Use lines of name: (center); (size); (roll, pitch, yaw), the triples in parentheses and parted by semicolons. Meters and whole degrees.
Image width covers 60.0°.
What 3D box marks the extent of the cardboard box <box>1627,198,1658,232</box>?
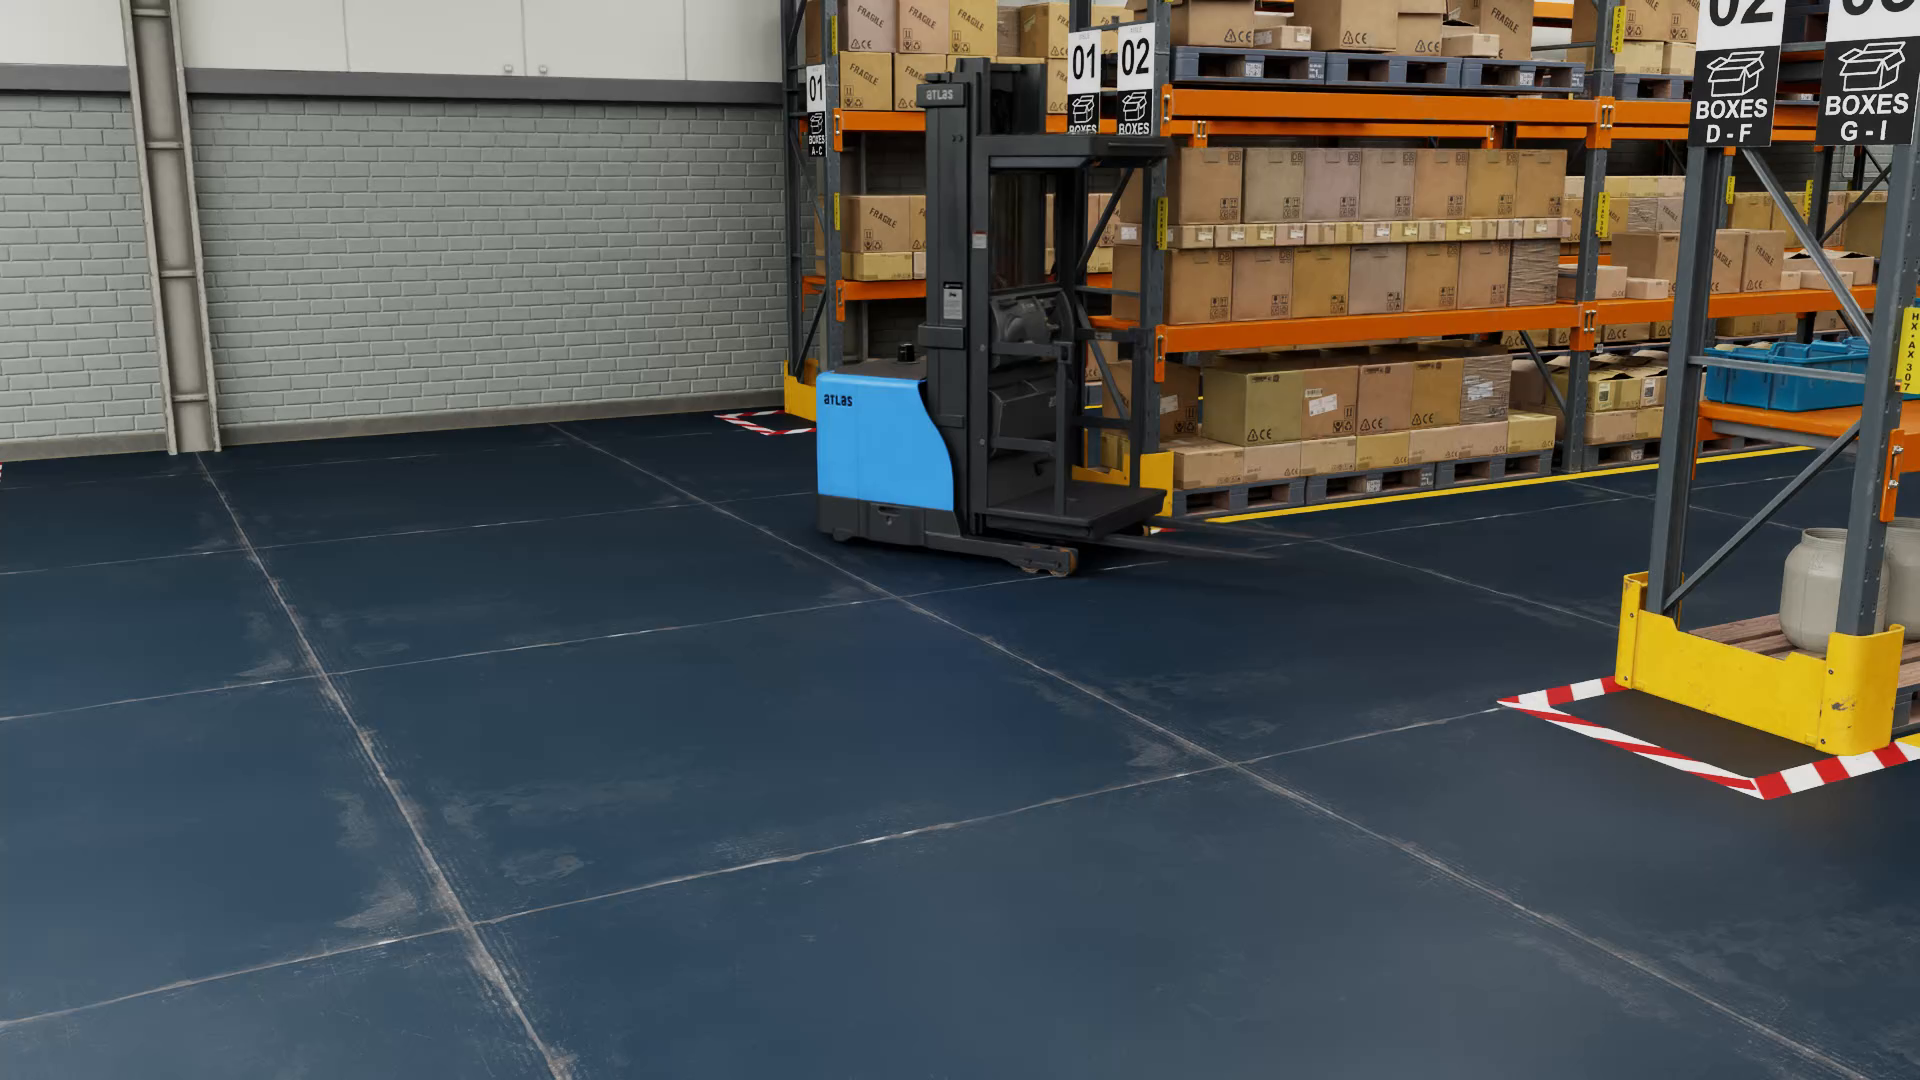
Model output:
cardboard box: (8.003, -3.869, 20.018); (0.500, 0.500, 0.500); (-7, 14, -28)

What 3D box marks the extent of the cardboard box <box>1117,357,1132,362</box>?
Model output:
cardboard box: (1.699, -1.798, 17.217); (0.250, 0.166, 0.380); (-9, 16, -35)

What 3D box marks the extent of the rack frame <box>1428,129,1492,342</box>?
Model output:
rack frame: (5.665, -3.448, 19.100); (0.127, 3.000, 1.000); (-7, 14, -28)

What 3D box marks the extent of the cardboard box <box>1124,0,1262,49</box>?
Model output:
cardboard box: (1.526, -3.499, 10.983); (0.637, 0.503, 0.797); (-6, 14, -24)

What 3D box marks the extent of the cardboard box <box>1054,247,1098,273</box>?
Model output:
cardboard box: (1.008, -2.749, 16.289); (0.500, 0.250, 0.500); (-7, 14, -28)

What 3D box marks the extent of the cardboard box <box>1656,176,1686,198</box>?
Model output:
cardboard box: (8.435, -4.288, 20.173); (0.500, 0.250, 0.500); (-6, 14, -27)

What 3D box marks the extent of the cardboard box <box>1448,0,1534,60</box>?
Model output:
cardboard box: (3.962, -3.856, 12.578); (0.500, 0.500, 0.500); (-6, 14, -23)

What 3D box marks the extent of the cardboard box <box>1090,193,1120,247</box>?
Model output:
cardboard box: (1.452, -3.167, 16.438); (0.500, 0.500, 0.500); (-7, 14, -28)

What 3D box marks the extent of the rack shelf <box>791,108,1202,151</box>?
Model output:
rack shelf: (0.398, -3.930, 16.045); (4.000, 0.370, 1.077); (-7, 14, -28)

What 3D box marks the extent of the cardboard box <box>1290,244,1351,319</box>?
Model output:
cardboard box: (2.333, -1.855, 11.793); (0.500, 0.500, 0.700); (-7, 14, -27)

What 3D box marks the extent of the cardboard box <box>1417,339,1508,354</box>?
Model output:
cardboard box: (3.974, -1.314, 13.215); (0.500, 0.500, 0.500); (-7, 14, -28)

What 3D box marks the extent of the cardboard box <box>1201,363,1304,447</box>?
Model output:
cardboard box: (2.035, -0.948, 11.589); (0.500, 0.500, 0.500); (-7, 14, -28)

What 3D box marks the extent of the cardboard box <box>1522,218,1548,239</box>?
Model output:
cardboard box: (4.177, -2.343, 12.483); (0.250, 0.149, 0.380); (-7, 15, -29)

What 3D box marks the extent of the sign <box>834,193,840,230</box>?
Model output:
sign: (-1.097, -2.925, 14.801); (0.005, 0.325, 0.100); (-7, 14, -28)

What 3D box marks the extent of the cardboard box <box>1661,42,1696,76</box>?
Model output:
cardboard box: (5.557, -3.790, 13.170); (0.500, 0.250, 0.500); (-8, 15, -33)

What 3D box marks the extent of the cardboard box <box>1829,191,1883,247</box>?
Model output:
cardboard box: (11.611, -4.302, 22.210); (0.700, 0.700, 0.980); (-7, 14, -28)

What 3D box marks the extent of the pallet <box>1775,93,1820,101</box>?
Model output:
pallet: (7.489, -3.777, 14.157); (1.003, 0.211, 1.213); (-6, 14, -25)

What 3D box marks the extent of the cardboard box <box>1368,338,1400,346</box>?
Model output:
cardboard box: (4.550, -2.326, 18.804); (0.500, 0.500, 0.700); (-7, 14, -28)

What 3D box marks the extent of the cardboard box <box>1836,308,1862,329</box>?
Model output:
cardboard box: (11.681, -3.130, 22.421); (0.500, 0.500, 0.700); (-7, 14, -28)

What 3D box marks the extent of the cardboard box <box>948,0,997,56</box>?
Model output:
cardboard box: (0.006, -4.709, 15.320); (0.500, 0.500, 0.500); (-6, 14, -26)

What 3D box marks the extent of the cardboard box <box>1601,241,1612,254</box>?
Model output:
cardboard box: (7.640, -3.515, 19.924); (0.250, 0.149, 0.380); (-6, 14, -26)

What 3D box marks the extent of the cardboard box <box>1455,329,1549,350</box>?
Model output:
cardboard box: (6.373, -2.657, 19.521); (0.750, 0.750, 0.750); (-7, 14, -29)

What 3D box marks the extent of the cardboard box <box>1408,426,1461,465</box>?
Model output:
cardboard box: (3.353, -0.740, 12.370); (0.500, 0.250, 0.500); (-7, 14, -28)

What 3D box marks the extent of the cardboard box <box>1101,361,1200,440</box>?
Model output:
cardboard box: (1.348, -0.996, 11.799); (0.500, 0.500, 0.500); (-7, 14, -28)

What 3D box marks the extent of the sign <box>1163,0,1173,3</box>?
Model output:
sign: (1.280, -3.473, 10.208); (0.005, 0.325, 0.100); (-7, 14, -28)

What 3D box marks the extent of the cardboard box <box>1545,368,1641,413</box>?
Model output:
cardboard box: (5.013, -1.206, 13.164); (0.500, 0.311, 0.500); (-7, 14, -28)

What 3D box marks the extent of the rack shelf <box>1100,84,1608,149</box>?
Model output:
rack shelf: (2.775, -2.975, 11.805); (4.000, 0.370, 1.077); (-7, 14, -28)

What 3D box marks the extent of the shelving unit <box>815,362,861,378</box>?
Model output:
shelving unit: (-0.773, -0.644, 11.049); (0.215, 1.050, 0.252); (3, 12, 28)

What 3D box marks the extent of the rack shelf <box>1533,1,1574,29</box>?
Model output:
rack shelf: (7.420, -6.039, 19.499); (4.000, 0.370, 1.077); (-7, 14, -28)

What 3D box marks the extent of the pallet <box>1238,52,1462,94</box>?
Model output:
pallet: (2.725, -3.271, 11.683); (1.213, 0.211, 1.003); (-7, 14, -28)

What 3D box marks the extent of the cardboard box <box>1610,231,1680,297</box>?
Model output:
cardboard box: (5.675, -2.255, 13.570); (0.500, 0.500, 0.500); (-6, 14, -24)

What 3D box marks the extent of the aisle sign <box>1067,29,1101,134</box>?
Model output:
aisle sign: (0.821, -2.970, 11.055); (0.004, 0.787, 0.394); (-7, 14, -28)

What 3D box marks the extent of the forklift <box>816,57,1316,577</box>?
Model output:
forklift: (0.611, -1.345, 9.912); (3.031, 2.935, 1.130); (8, 15, 31)

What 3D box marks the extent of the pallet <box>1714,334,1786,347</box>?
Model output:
pallet: (9.881, -2.574, 21.564); (1.213, 0.211, 1.003); (-7, 14, -28)

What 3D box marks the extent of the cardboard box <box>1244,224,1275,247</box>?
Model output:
cardboard box: (1.917, -2.072, 11.278); (0.250, 0.149, 0.380); (-7, 14, -28)

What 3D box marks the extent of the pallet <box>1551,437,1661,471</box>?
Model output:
pallet: (5.159, -0.798, 13.674); (1.213, 0.211, 1.003); (-7, 14, -28)

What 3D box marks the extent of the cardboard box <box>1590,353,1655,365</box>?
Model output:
cardboard box: (5.642, -1.416, 14.099); (0.500, 0.311, 0.500); (-7, 14, -28)

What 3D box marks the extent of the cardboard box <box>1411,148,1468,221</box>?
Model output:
cardboard box: (3.261, -2.601, 12.153); (0.500, 0.500, 0.700); (-7, 14, -28)

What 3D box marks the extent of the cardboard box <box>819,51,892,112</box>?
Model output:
cardboard box: (-0.944, -4.116, 14.960); (0.500, 0.500, 0.500); (-6, 14, -26)

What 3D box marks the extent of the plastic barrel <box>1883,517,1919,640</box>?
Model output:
plastic barrel: (4.371, 0.175, 7.711); (0.421, 0.512, 0.421); (0, 13, 0)

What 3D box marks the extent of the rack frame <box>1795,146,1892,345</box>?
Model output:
rack frame: (8.042, -2.494, 14.860); (0.127, 3.000, 1.000); (-7, 14, -28)

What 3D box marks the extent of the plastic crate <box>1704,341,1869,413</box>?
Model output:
plastic crate: (3.686, -0.735, 7.383); (0.616, 0.251, 0.499); (-7, 14, -28)

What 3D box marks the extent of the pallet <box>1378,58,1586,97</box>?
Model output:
pallet: (3.794, -3.399, 12.249); (1.213, 0.211, 1.003); (-7, 14, -28)

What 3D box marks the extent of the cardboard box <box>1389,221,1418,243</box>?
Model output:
cardboard box: (3.048, -2.207, 11.878); (0.250, 0.149, 0.380); (-6, 14, -26)

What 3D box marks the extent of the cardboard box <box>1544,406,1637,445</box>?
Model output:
cardboard box: (5.003, -0.931, 13.222); (0.500, 0.250, 0.500); (-7, 15, -29)

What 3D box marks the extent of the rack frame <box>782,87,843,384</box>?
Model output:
rack frame: (-1.357, -2.607, 15.360); (0.127, 3.000, 1.000); (-7, 14, -28)

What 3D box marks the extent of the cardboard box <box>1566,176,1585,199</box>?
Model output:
cardboard box: (7.095, -4.126, 19.452); (0.500, 0.250, 0.500); (-7, 14, -27)

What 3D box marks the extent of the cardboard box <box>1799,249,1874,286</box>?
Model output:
cardboard box: (7.701, -2.421, 14.737); (0.500, 0.311, 0.500); (-6, 14, -24)

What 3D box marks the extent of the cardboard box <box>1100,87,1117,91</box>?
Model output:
cardboard box: (1.379, -4.398, 16.214); (0.500, 0.500, 0.500); (-8, 15, -33)
